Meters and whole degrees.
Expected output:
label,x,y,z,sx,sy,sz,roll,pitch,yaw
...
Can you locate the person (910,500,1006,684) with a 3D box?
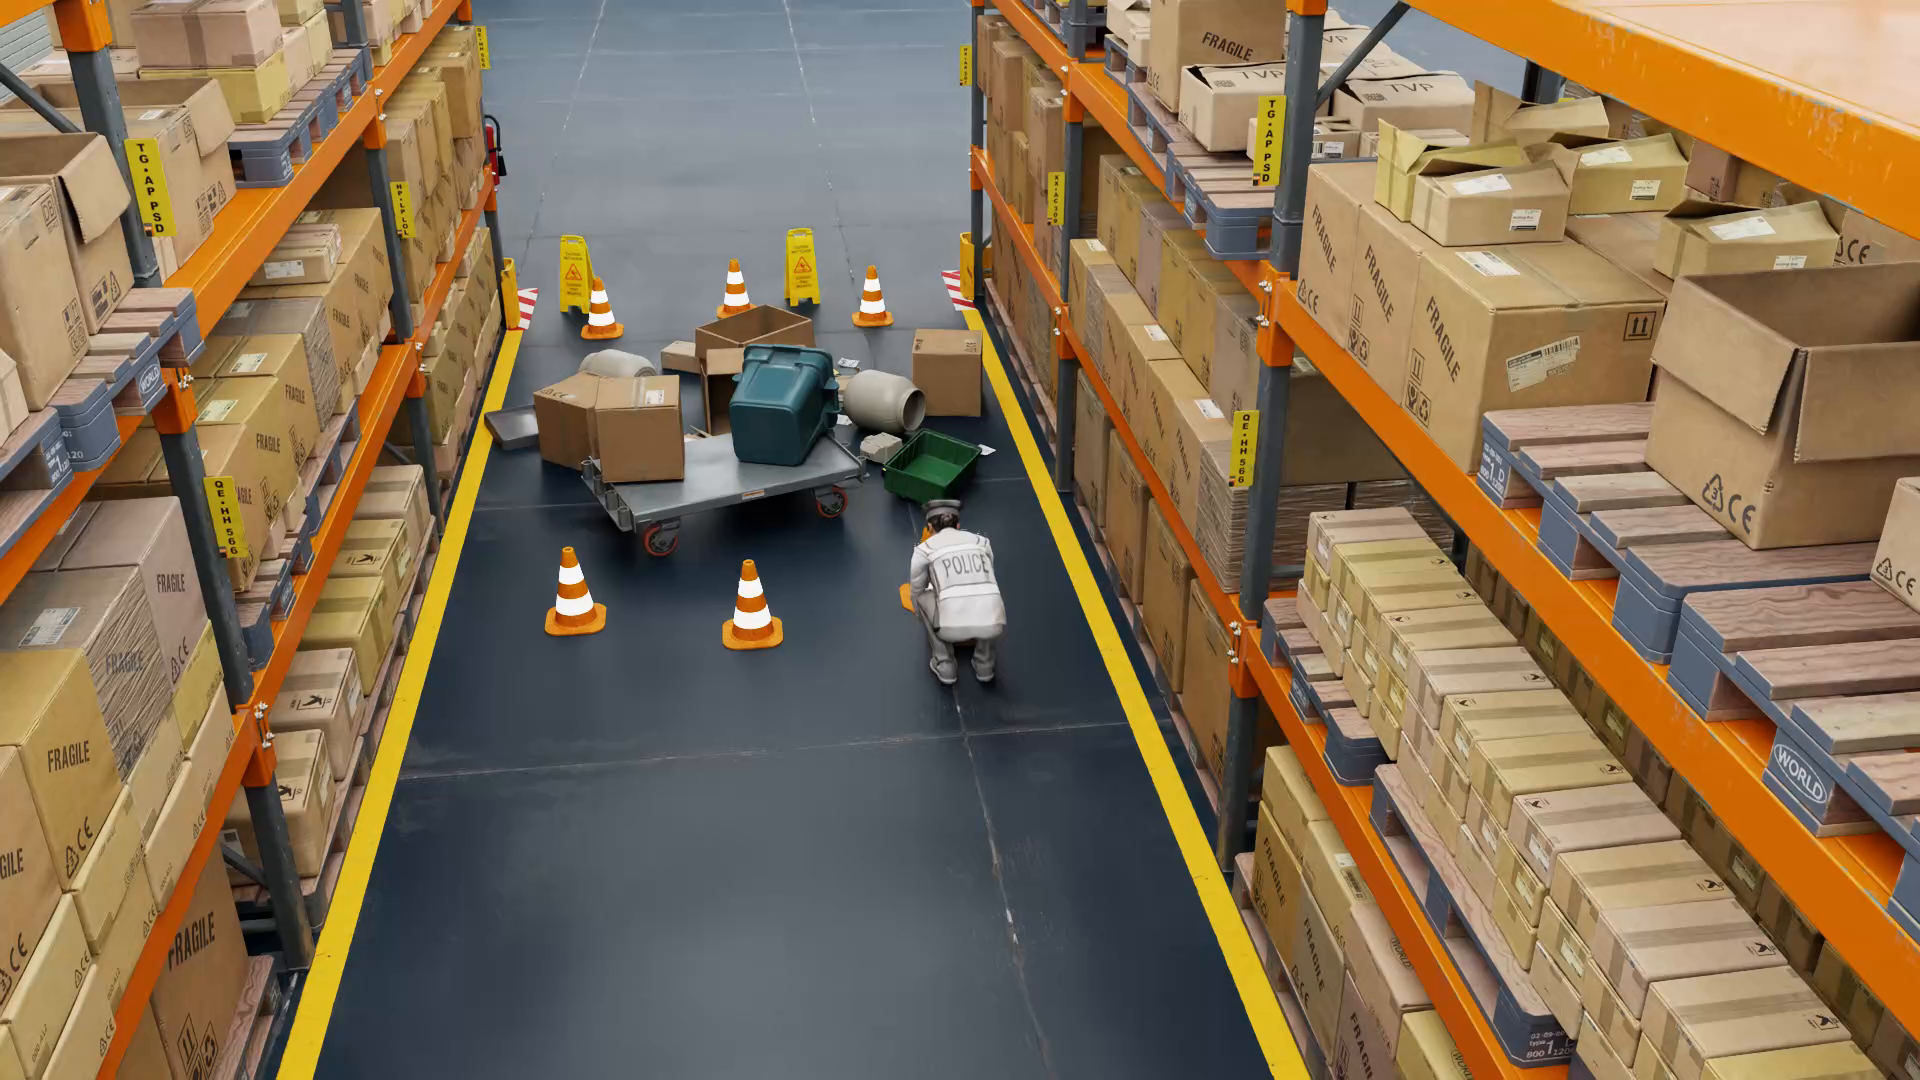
label,x,y,z,sx,sy,sz,roll,pitch,yaw
person,-0.016,0.287,8.916,0.483,0.890,0.853,-4,28,-7
